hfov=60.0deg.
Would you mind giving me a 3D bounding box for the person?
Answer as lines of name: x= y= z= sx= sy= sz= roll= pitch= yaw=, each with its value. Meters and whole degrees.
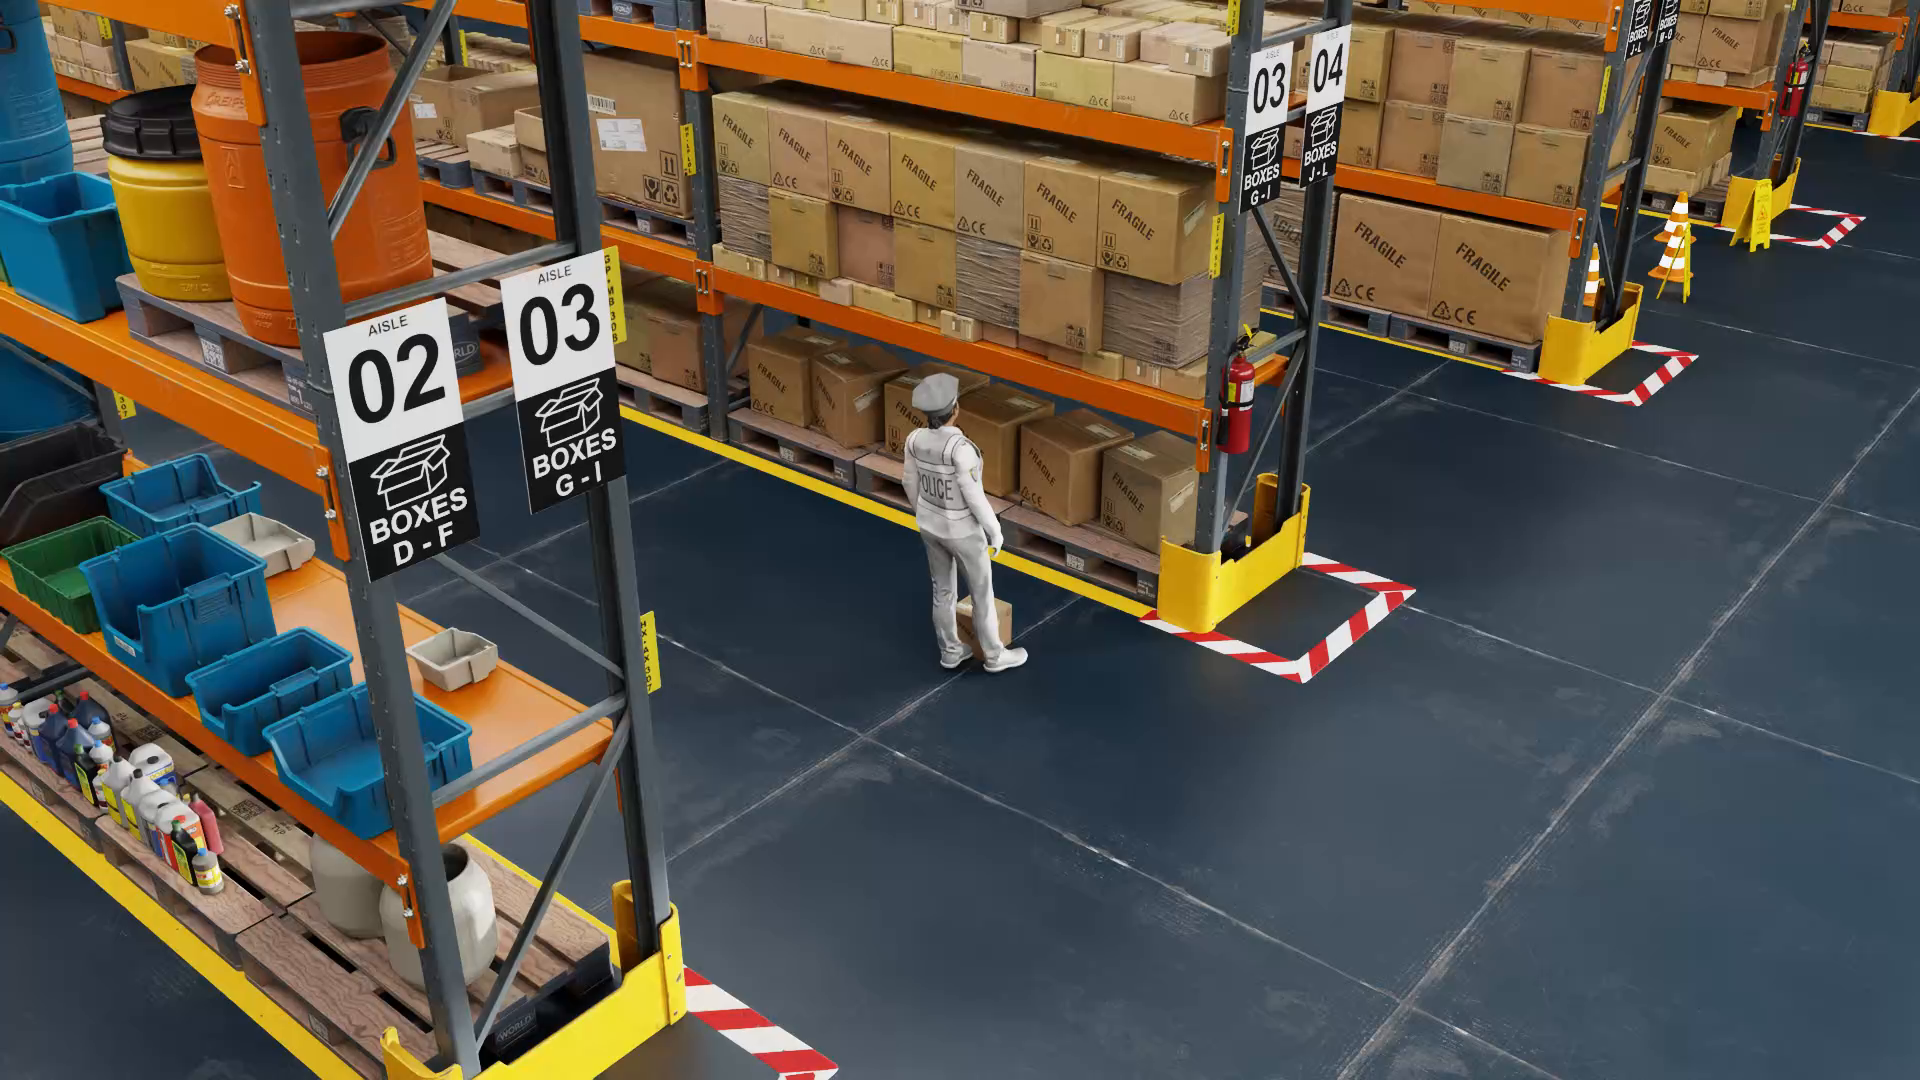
person: x=0.003 y=-0.091 z=8.738 sx=0.587 sy=1.695 sz=0.531 roll=21 pitch=34 yaw=34
